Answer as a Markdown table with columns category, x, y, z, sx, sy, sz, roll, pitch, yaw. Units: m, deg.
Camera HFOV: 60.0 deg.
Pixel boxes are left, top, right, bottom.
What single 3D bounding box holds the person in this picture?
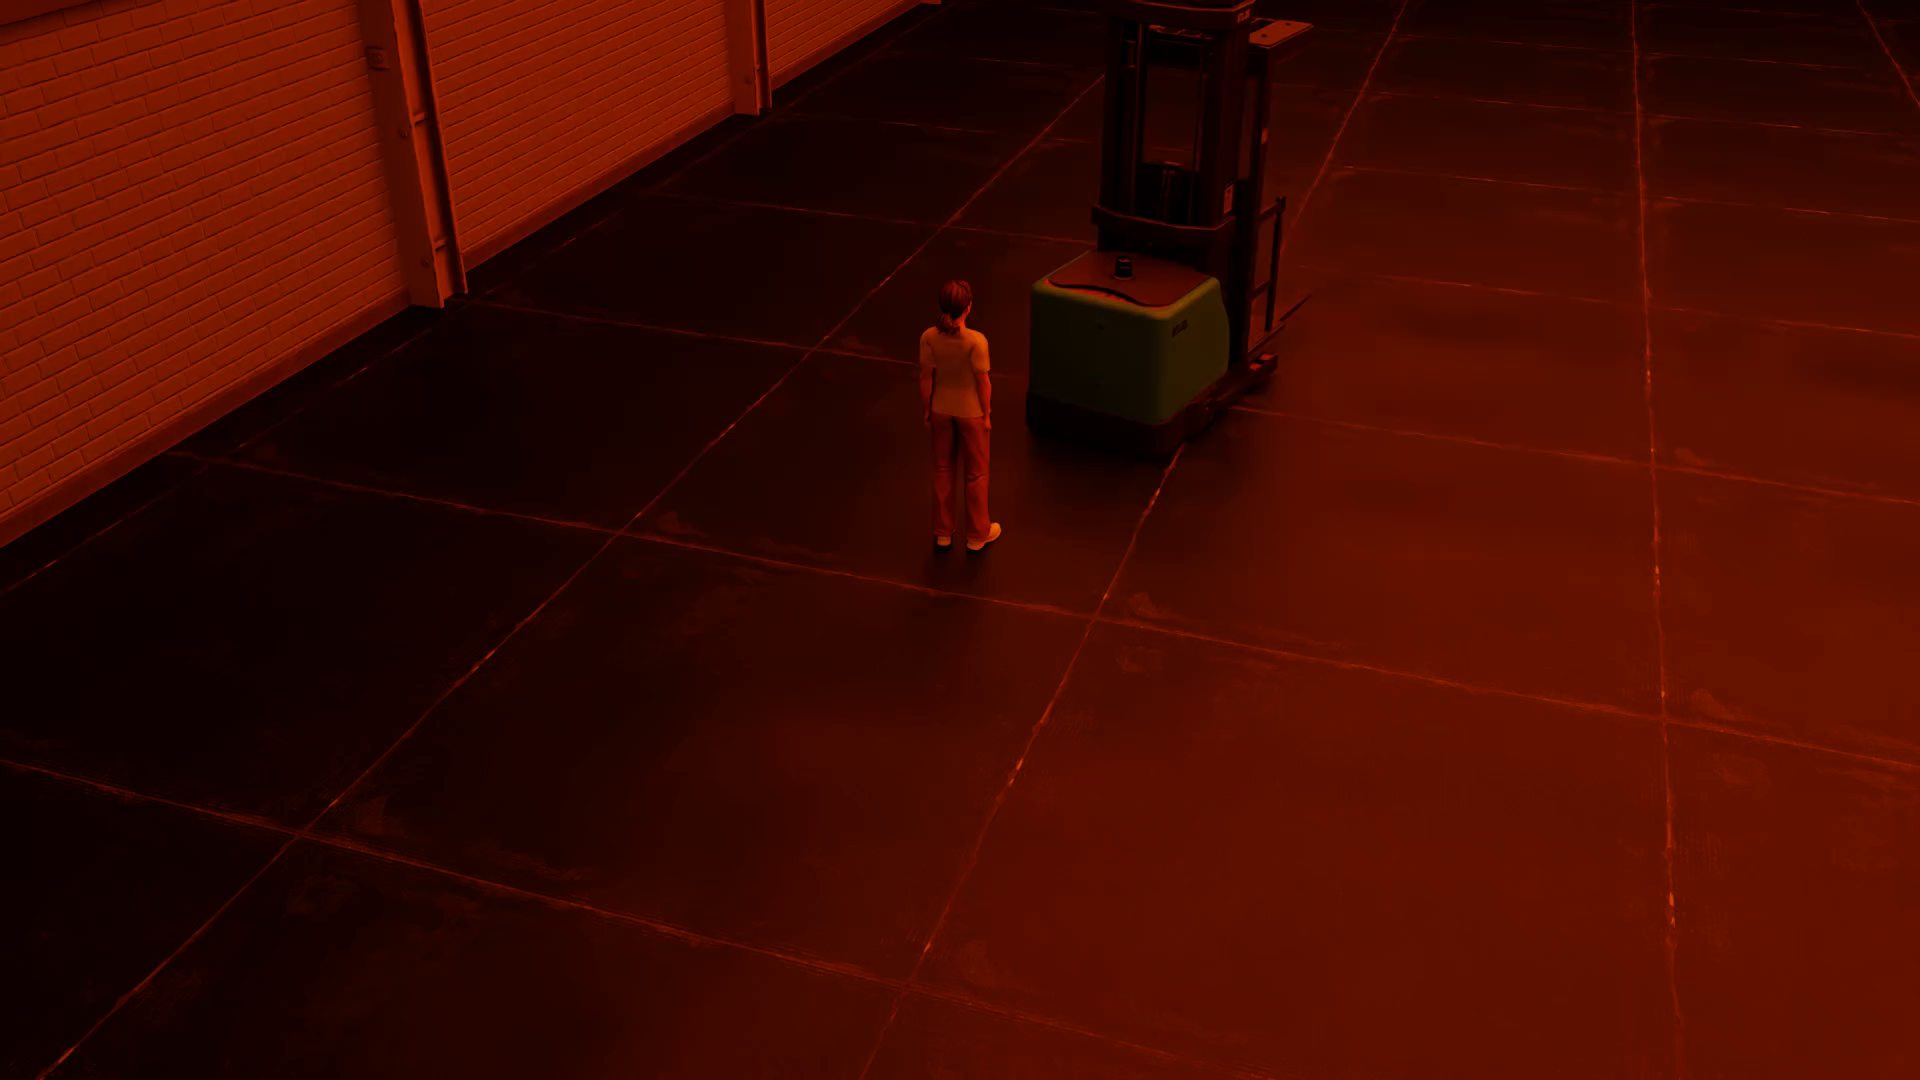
| category | x | y | z | sx | sy | sz | roll | pitch | yaw |
| --- | --- | --- | --- | --- | --- | --- | --- | --- | --- |
| person | -0.005 | -0.726 | 9.684 | 0.435 | 1.671 | 0.381 | 10 | 31 | 16 |

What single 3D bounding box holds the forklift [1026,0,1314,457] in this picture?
| category | x | y | z | sx | sy | sz | roll | pitch | yaw |
| --- | --- | --- | --- | --- | --- | --- | --- | --- | --- |
| forklift | 1.672 | -2.501 | 11.524 | 1.130 | 2.935 | 3.031 | 18 | 34 | 28 |
